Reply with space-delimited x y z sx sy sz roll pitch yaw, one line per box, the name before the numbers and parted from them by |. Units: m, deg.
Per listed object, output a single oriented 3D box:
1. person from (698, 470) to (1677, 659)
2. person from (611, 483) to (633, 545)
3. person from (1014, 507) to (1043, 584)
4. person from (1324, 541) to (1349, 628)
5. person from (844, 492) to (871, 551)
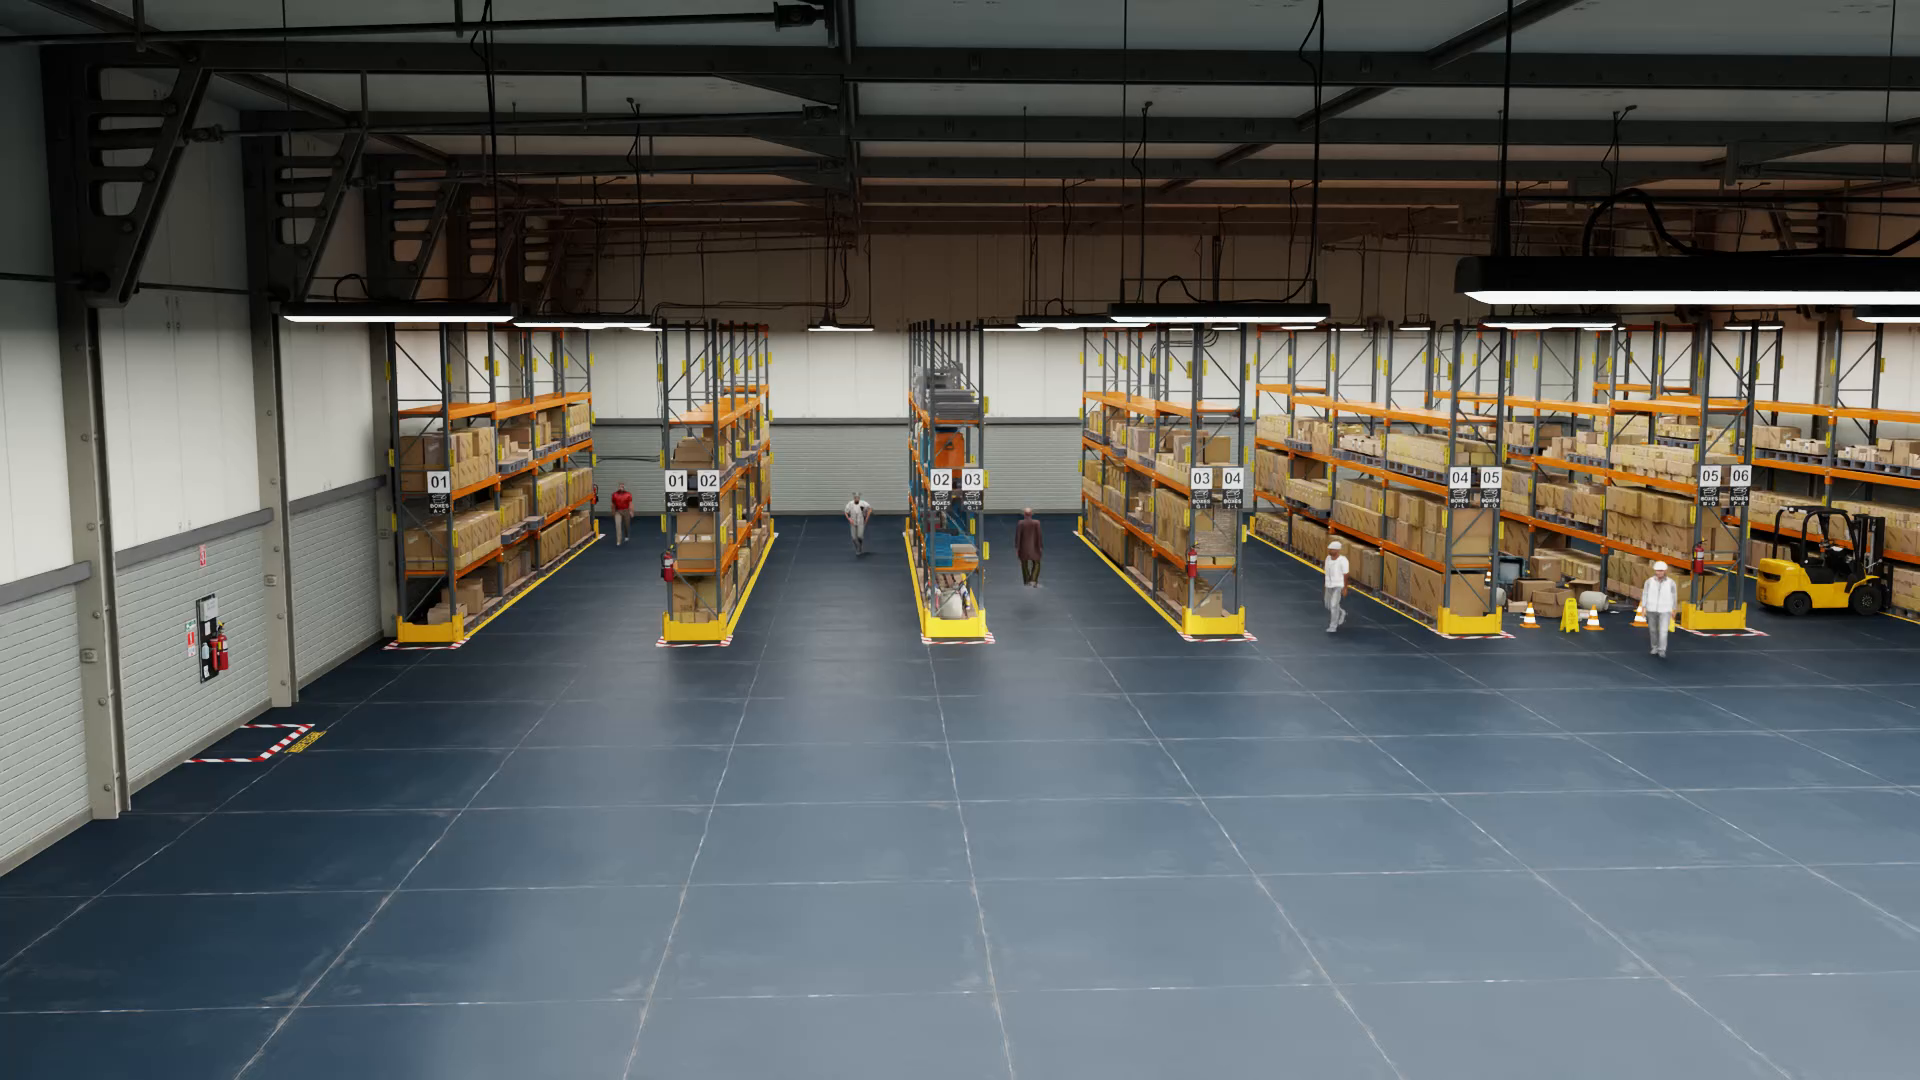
person | 3.978 0.372 30.391 15.800 3.162 8.244 5 8 33
person | -9.231 -0.736 45.450 0.612 1.664 1.078 -1 7 -6
person | 1.475 0.134 35.691 0.614 1.669 0.550 0 7 2
person | 7.312 0.853 32.127 0.593 1.686 0.575 -6 10 -42
person | -2.651 -0.480 43.239 0.669 1.593 0.712 1 7 8
